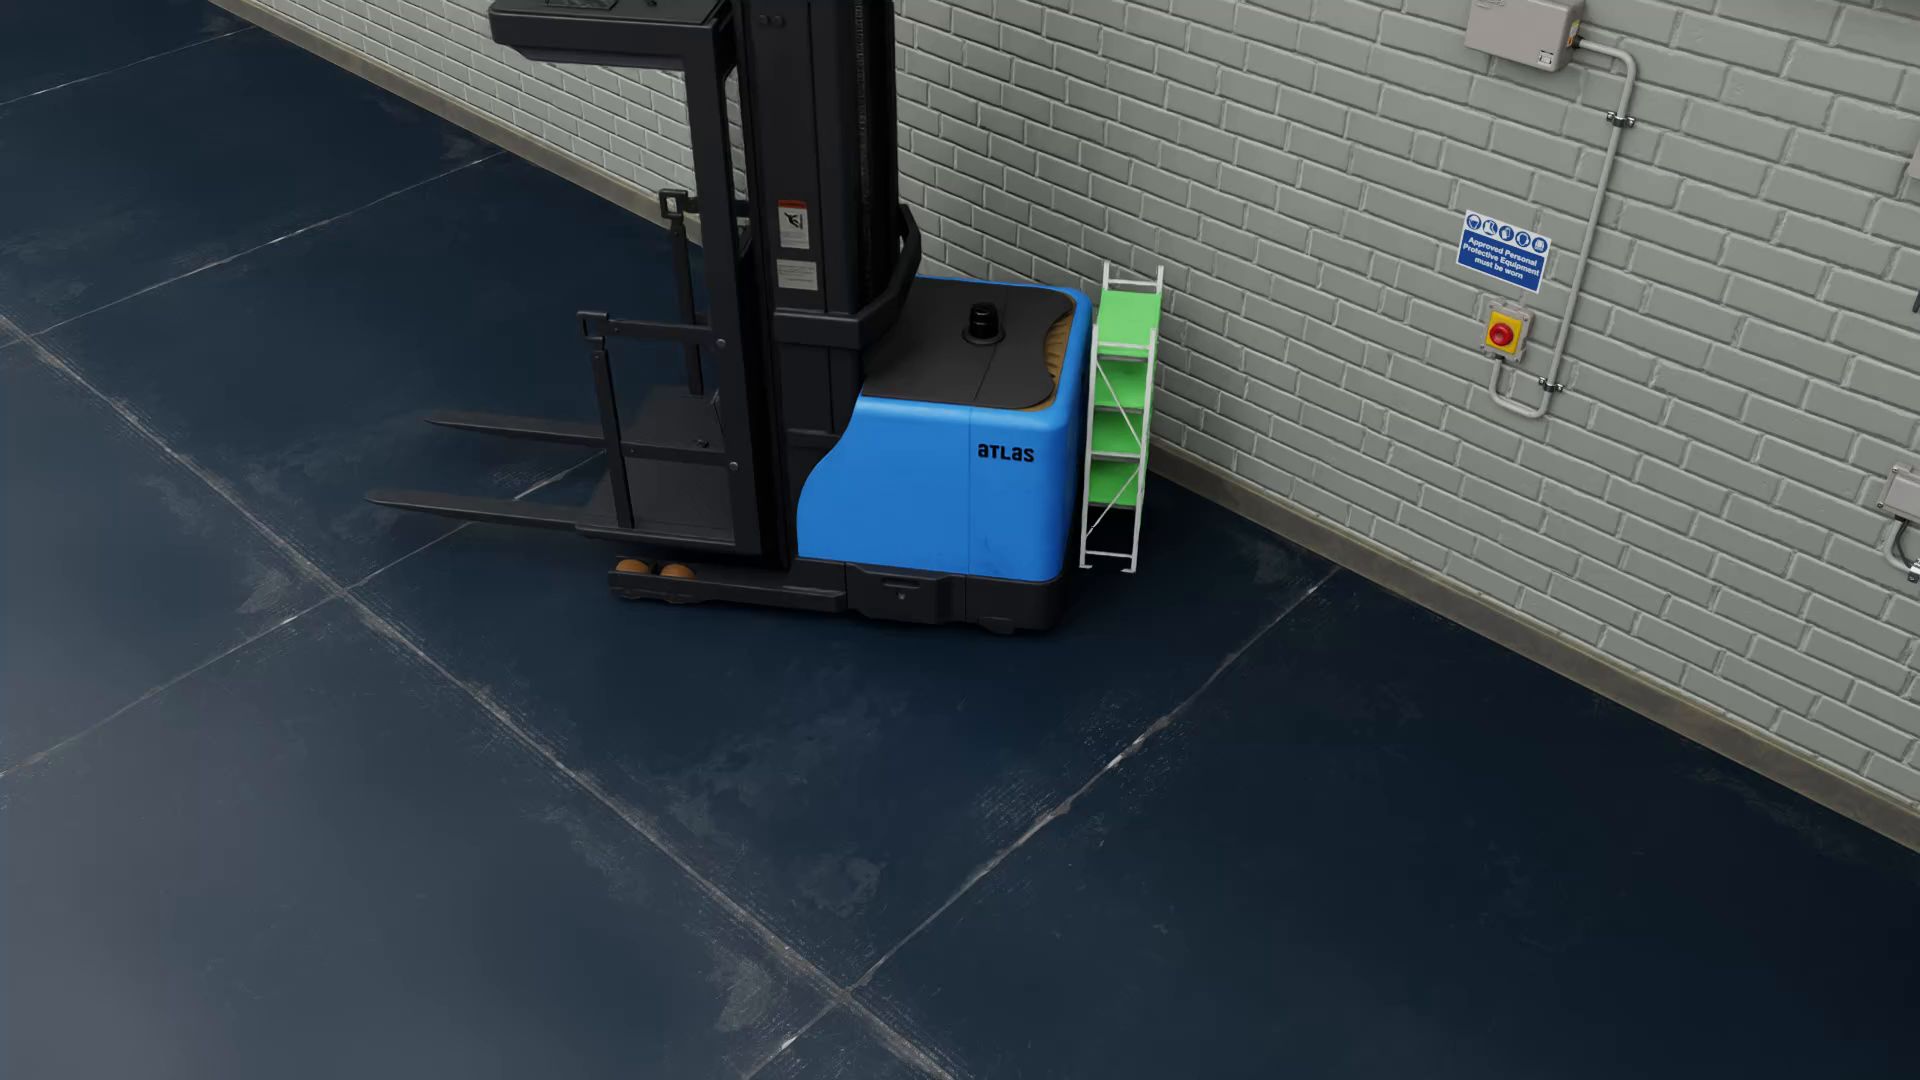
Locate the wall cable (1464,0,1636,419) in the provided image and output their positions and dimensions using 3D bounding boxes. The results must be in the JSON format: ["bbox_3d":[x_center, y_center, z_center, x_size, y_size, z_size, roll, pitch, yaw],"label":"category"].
[{"bbox_3d":[1.923,-1.282,5.610,0.585,1.953,0.123,30,47,32],"label":"wall cable"}]

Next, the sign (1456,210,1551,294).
[{"bbox_3d":[1.929,-1.026,5.913,0.327,0.218,0.001,30,47,32],"label":"sign"}]

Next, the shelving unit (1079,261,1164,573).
[{"bbox_3d":[0.666,-0.495,6.908,0.258,1.200,0.503,5,39,7],"label":"shelving unit"}]

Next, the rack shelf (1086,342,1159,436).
[{"bbox_3d":[0.666,-0.632,6.798,0.258,0.148,0.480,5,39,7],"label":"rack shelf"}]

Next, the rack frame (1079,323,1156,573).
[{"bbox_3d":[0.629,-0.345,6.719,0.240,1.200,0.015,5,39,7],"label":"rack frame"}]

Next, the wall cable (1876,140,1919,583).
[{"bbox_3d":[2.978,-0.679,4.878,0.588,1.984,0.122,30,47,32],"label":"wall cable"}]

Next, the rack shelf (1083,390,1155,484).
[{"bbox_3d":[0.666,-0.445,6.948,0.258,0.148,0.480,5,39,7],"label":"rack shelf"}]

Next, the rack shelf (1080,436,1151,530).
[{"bbox_3d":[0.666,-0.257,7.097,0.258,0.148,0.480,5,39,7],"label":"rack shelf"}]

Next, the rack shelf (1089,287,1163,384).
[{"bbox_3d":[0.666,-0.820,6.649,0.258,0.148,0.480,5,39,7],"label":"rack shelf"}]

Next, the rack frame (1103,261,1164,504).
[{"bbox_3d":[0.703,-0.645,7.097,0.240,1.200,0.015,5,39,7],"label":"rack frame"}]

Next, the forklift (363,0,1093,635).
[{"bbox_3d":[-1.008,-1.198,6.402,3.031,2.935,1.130,6,39,8],"label":"forklift"}]
